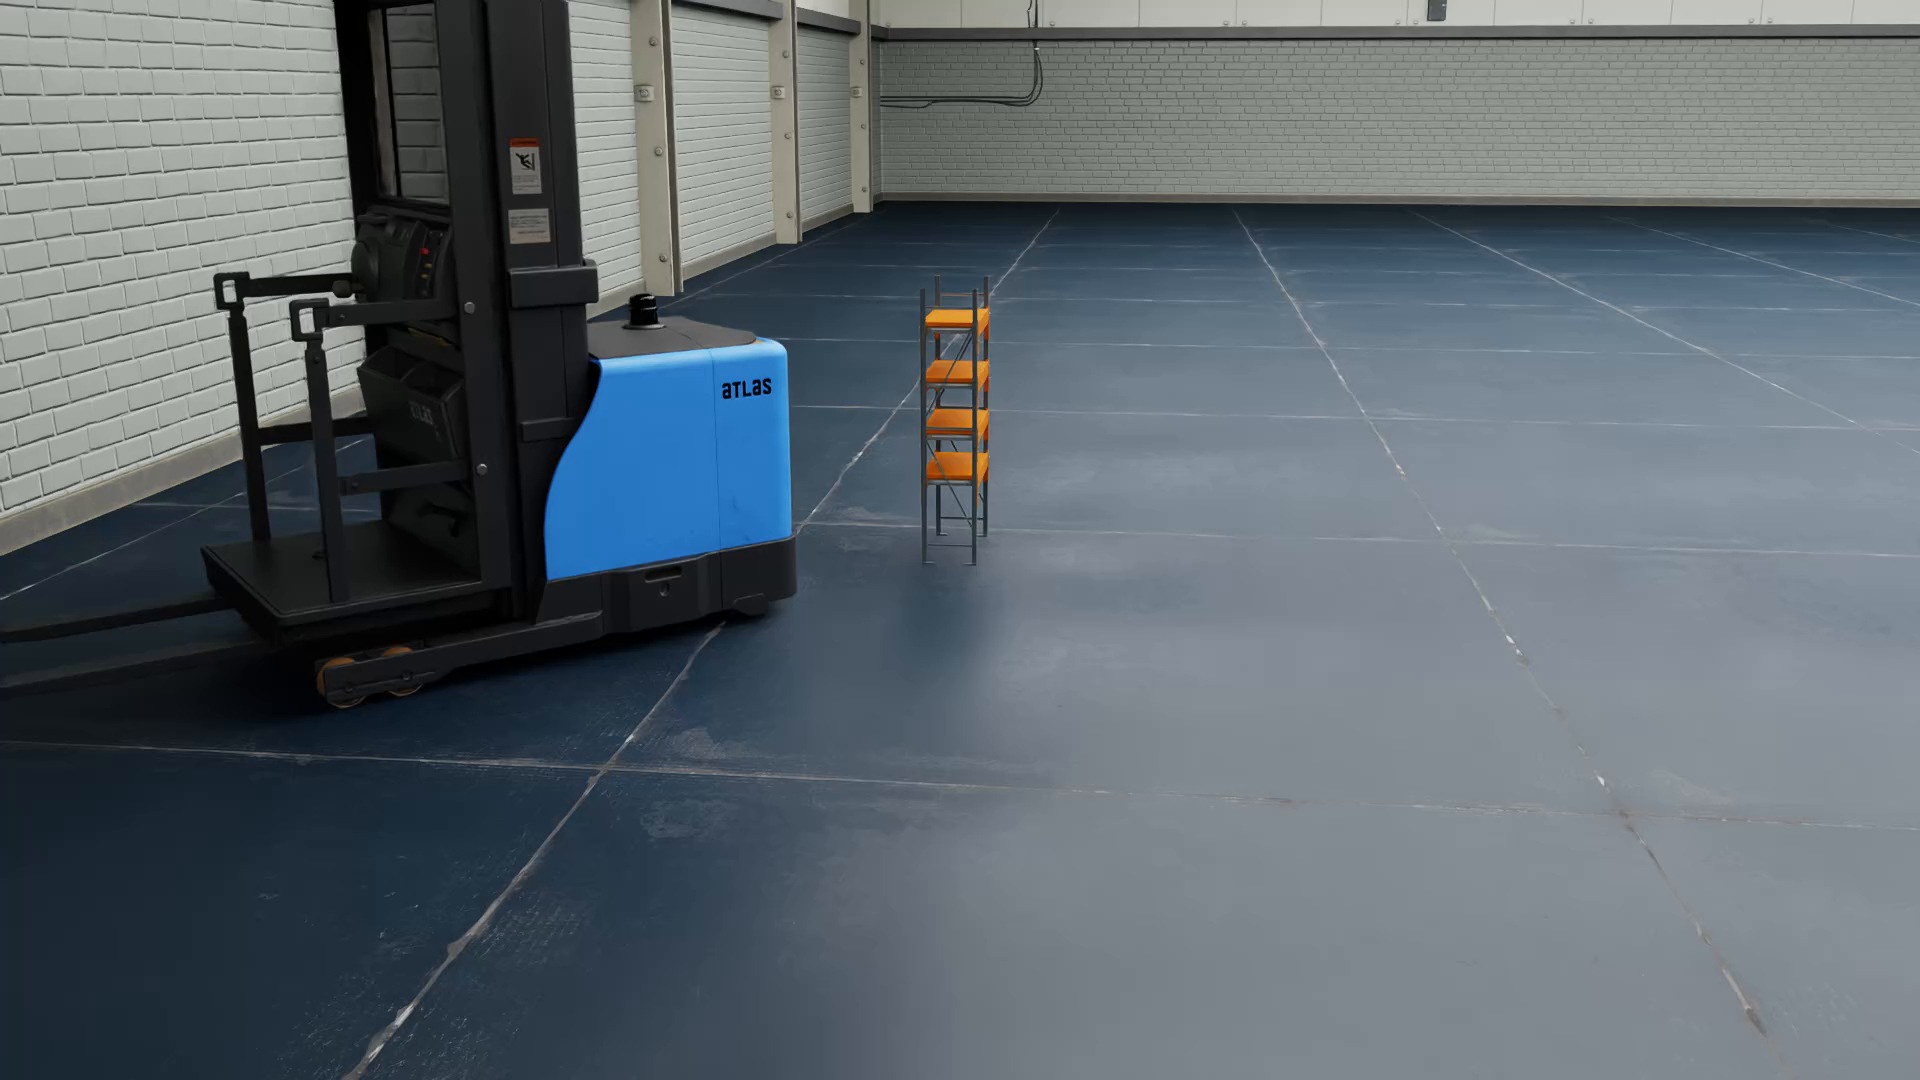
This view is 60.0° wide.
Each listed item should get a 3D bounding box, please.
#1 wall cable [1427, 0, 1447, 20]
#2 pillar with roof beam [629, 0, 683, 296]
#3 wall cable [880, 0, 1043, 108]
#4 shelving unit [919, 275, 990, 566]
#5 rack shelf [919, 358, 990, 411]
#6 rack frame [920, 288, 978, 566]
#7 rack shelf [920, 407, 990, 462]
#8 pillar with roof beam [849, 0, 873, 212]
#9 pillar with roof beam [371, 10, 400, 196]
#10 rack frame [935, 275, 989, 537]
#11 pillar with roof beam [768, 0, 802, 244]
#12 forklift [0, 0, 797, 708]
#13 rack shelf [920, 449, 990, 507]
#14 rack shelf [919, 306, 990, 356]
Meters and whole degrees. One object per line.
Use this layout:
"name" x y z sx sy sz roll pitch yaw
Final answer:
"wall cable" 9.408 -12.050 28.471 2.305 6.003 0.169 2 15 6
"pillar with roof beam" 1.255 -6.728 15.304 9.100 9.000 0.400 2 15 6
"wall cable" -0.023 -9.193 30.370 3.097 2.526 0.112 2 15 6
"shelving unit" -0.019 -0.536 7.347 0.258 1.200 0.503 2 15 6
"rack shelf" -0.019 -0.687 7.306 0.258 0.148 0.480 2 15 6
"rack frame" -0.046 -0.473 7.113 0.240 1.200 0.015 2 15 6
"rack shelf" -0.019 -0.471 7.364 0.258 0.148 0.480 2 15 6
"pillar with roof beam" 2.609 -9.840 26.814 9.100 9.000 0.400 2 15 6
"pillar with roof beam" 0.578 -5.172 9.549 9.100 9.000 0.400 2 15 6
"rack frame" 0.009 -0.600 7.581 0.240 1.200 0.015 2 15 6
"pillar with roof beam" 1.932 -8.284 21.059 9.100 9.000 0.400 2 15 6
"forklift" -2.138 -1.007 5.772 3.031 2.935 1.130 -11 19 -35
"rack shelf" -0.019 -0.280 7.416 0.258 0.148 0.480 2 15 6
"rack shelf" -0.019 -0.916 7.244 0.258 0.148 0.480 2 15 6
